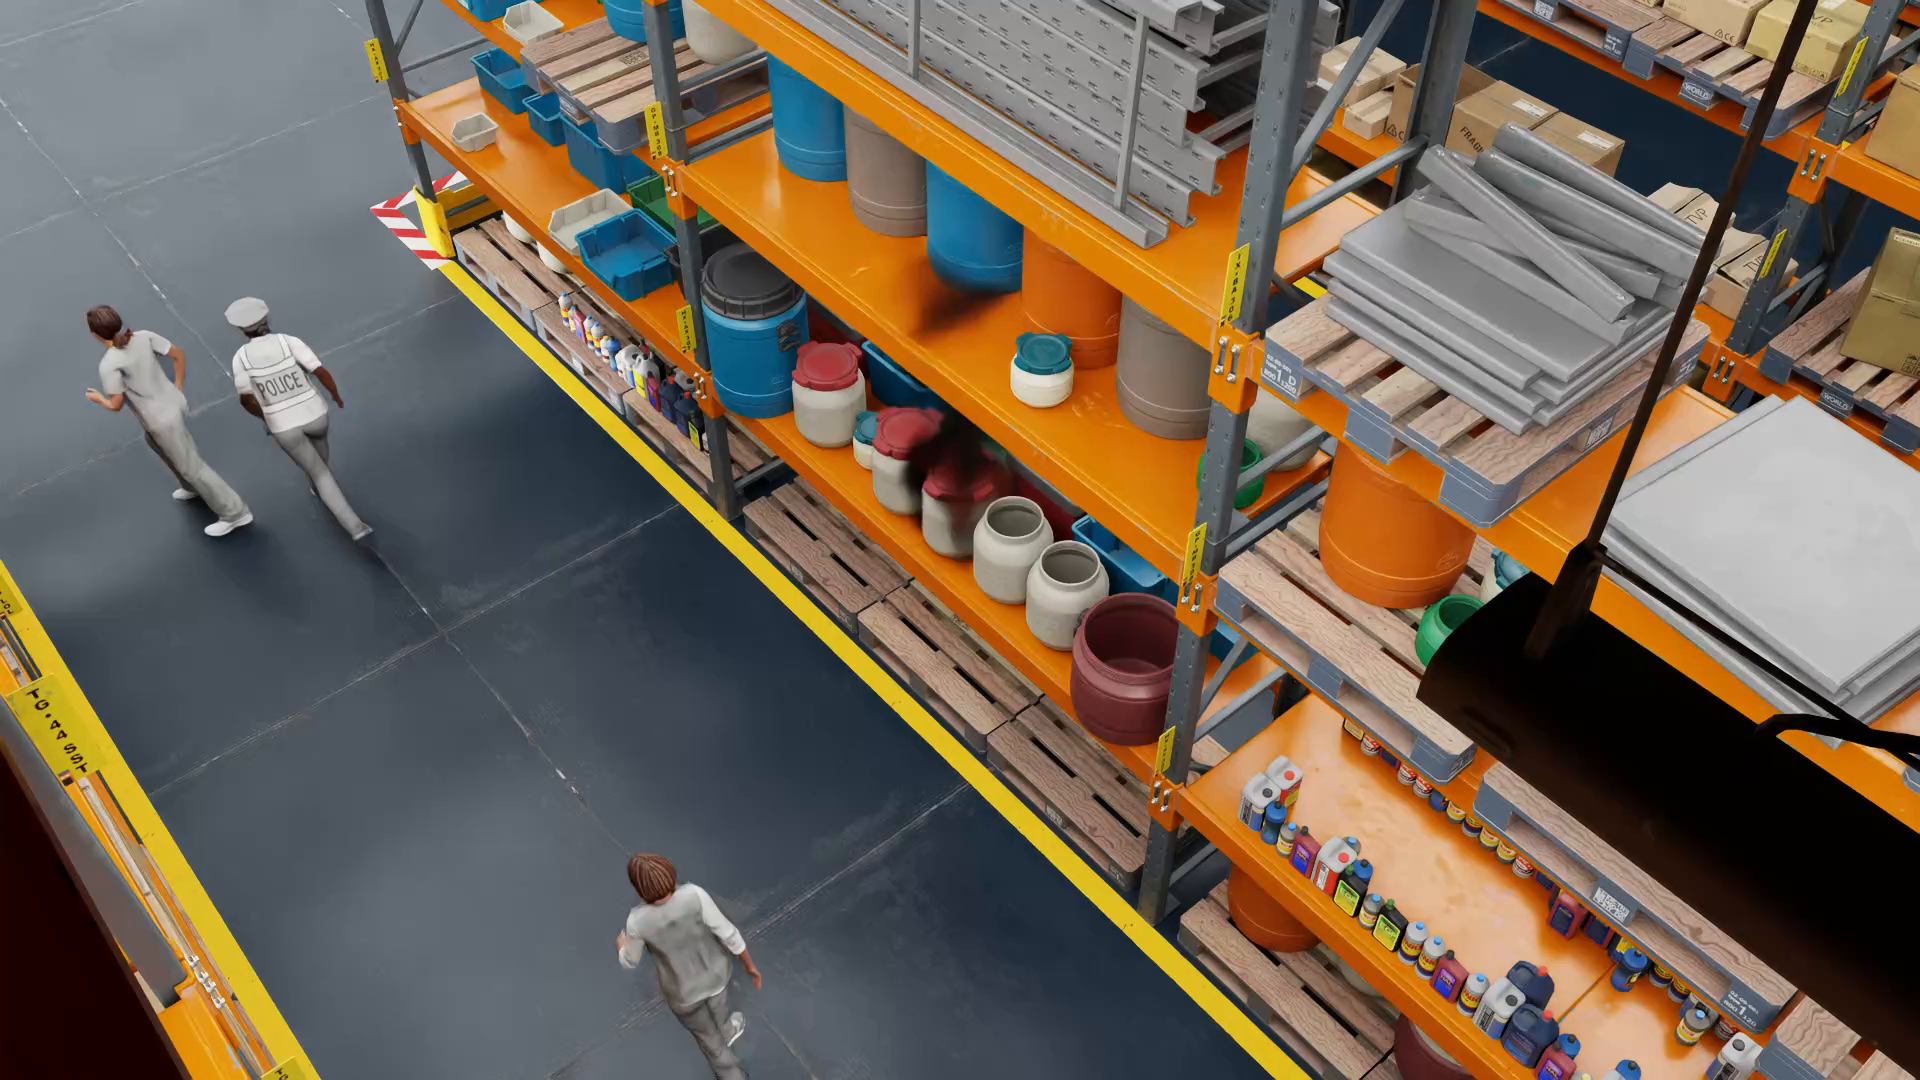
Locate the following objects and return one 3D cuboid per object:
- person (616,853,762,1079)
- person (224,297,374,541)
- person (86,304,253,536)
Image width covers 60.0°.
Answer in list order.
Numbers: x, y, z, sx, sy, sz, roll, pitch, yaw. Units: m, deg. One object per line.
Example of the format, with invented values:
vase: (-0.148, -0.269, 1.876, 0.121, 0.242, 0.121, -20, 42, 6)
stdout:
person: (-1.234, 1.998, 7.619, 0.541, 1.557, 0.725, -23, 51, -20)
person: (-4.160, -0.688, 10.585, 0.580, 1.518, 1.029, -25, 51, -22)
person: (-5.115, -0.770, 10.650, 0.837, 1.603, 0.647, 2, 47, 1)
